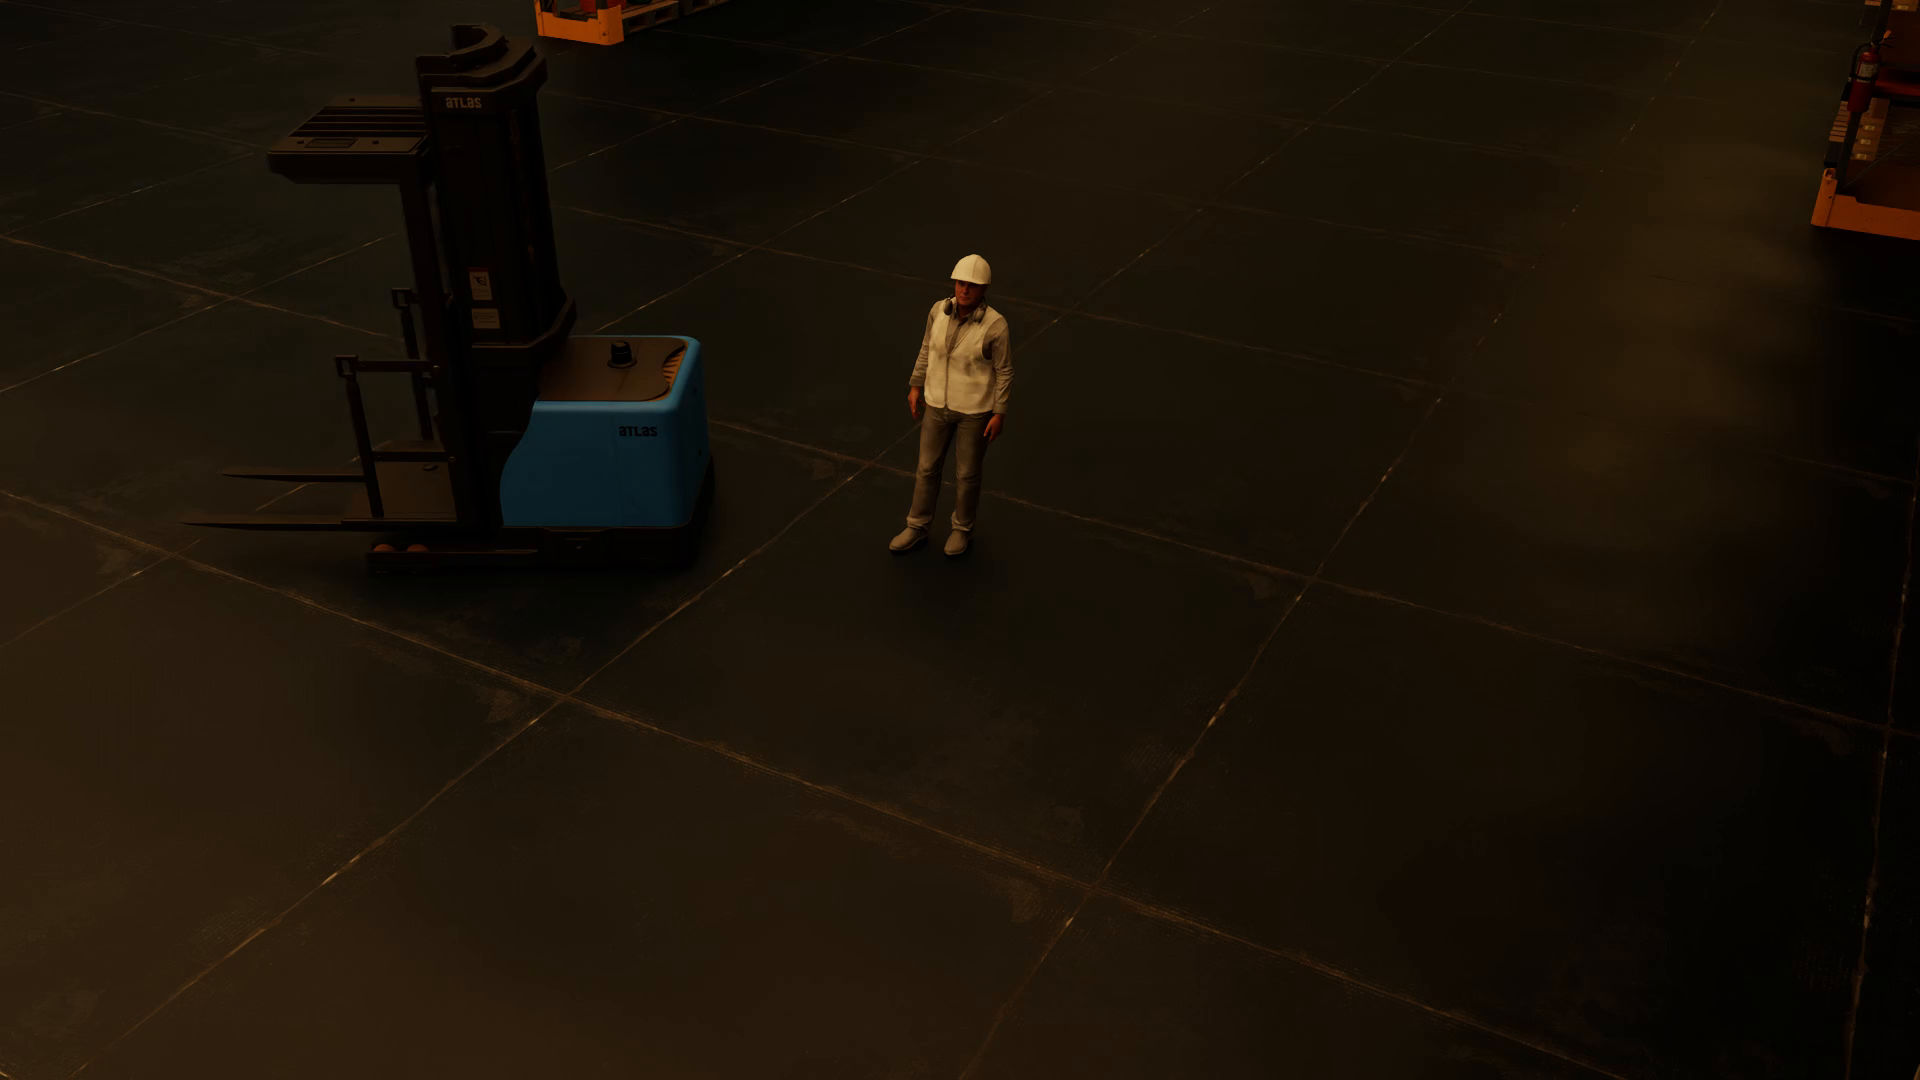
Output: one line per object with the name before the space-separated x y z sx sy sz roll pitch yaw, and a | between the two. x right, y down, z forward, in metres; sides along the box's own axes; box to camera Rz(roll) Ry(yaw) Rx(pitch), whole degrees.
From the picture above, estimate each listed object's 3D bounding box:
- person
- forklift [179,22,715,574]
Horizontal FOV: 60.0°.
person | -0.037 -0.749 9.511 0.633 1.775 0.566 15 33 25
forklift | -3.058 -1.339 9.390 3.031 2.935 1.130 0 30 1
